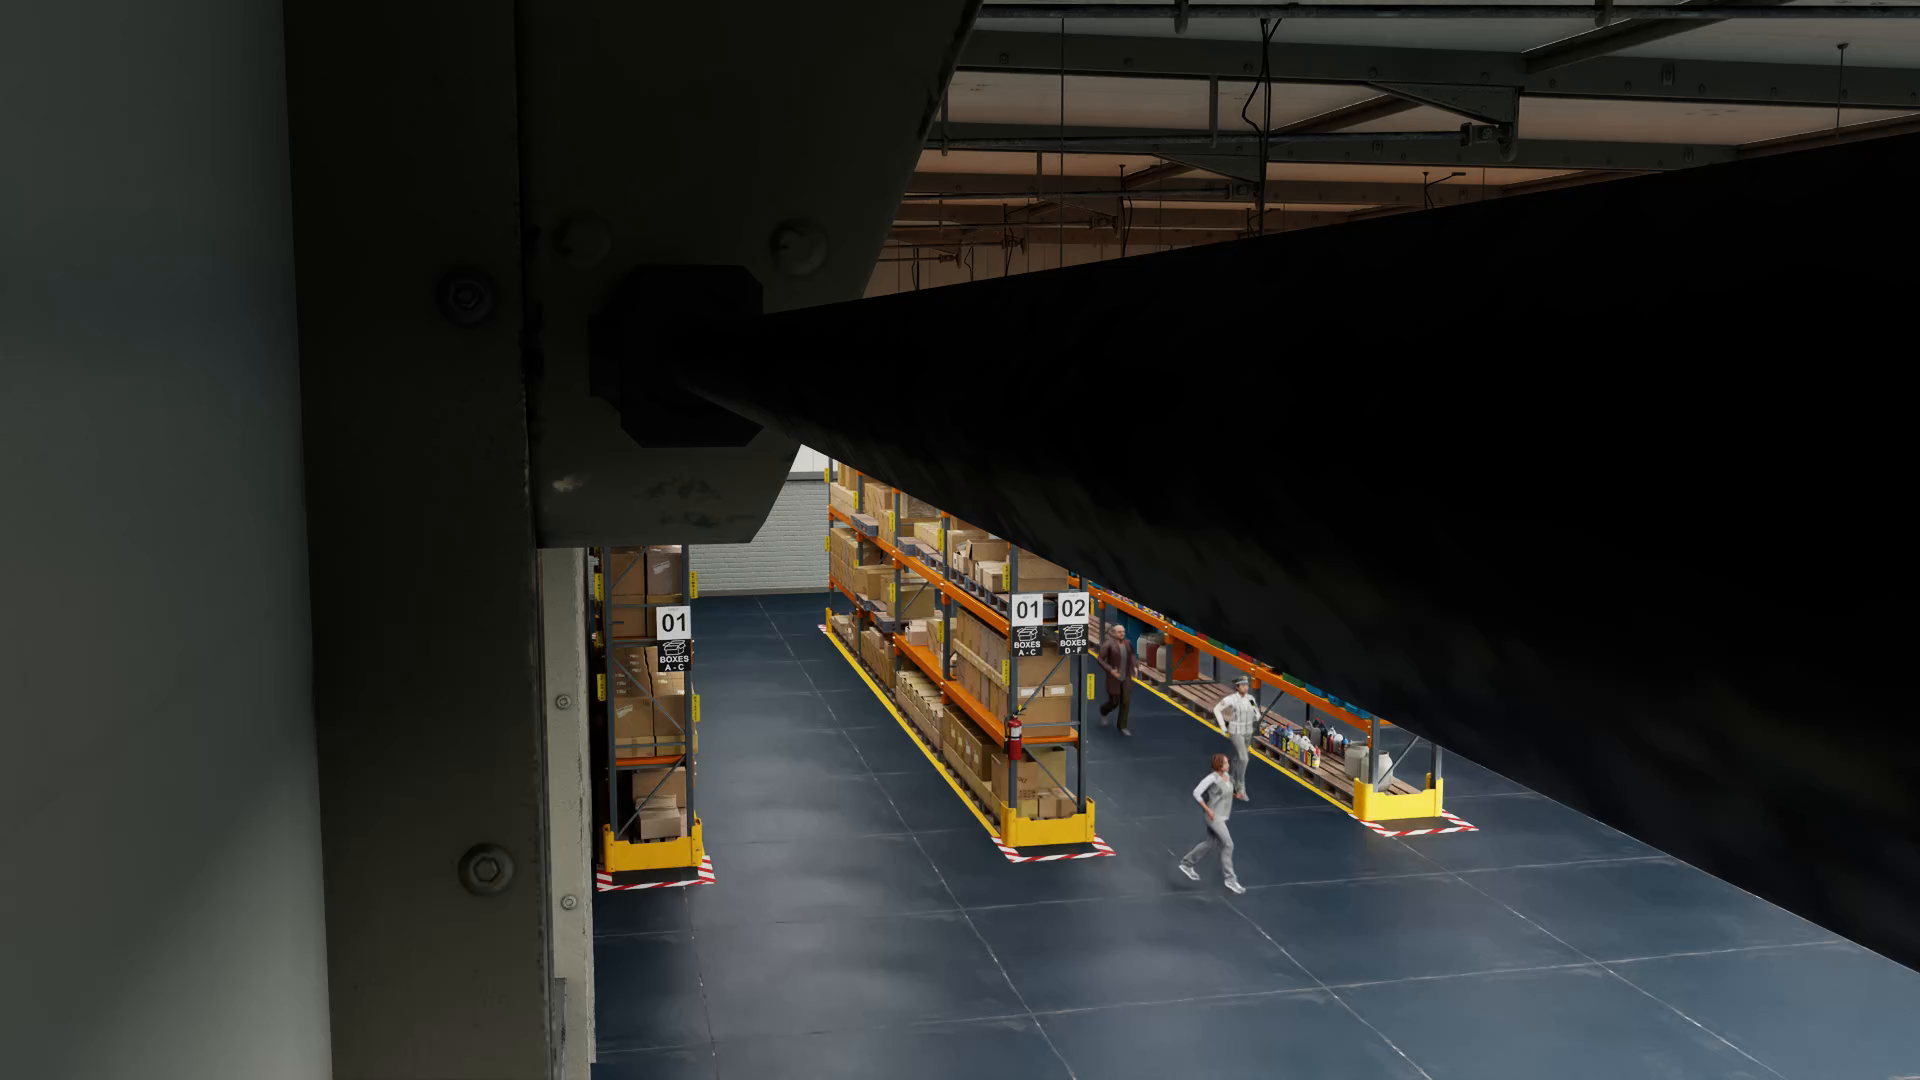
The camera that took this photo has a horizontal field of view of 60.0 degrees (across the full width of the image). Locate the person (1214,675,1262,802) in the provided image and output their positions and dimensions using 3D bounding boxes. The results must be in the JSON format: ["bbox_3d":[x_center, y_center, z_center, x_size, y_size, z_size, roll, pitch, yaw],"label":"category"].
[{"bbox_3d":[3.911,2.745,23.228,0.580,1.749,0.752,-4,8,-30],"label":"person"}]

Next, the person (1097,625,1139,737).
[{"bbox_3d":[2.568,2.253,27.074,0.737,1.775,0.836,-3,7,-21],"label":"person"}]

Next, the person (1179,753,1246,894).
[{"bbox_3d":[2.953,3.251,19.302,0.810,1.624,0.520,3,7,24],"label":"person"}]
